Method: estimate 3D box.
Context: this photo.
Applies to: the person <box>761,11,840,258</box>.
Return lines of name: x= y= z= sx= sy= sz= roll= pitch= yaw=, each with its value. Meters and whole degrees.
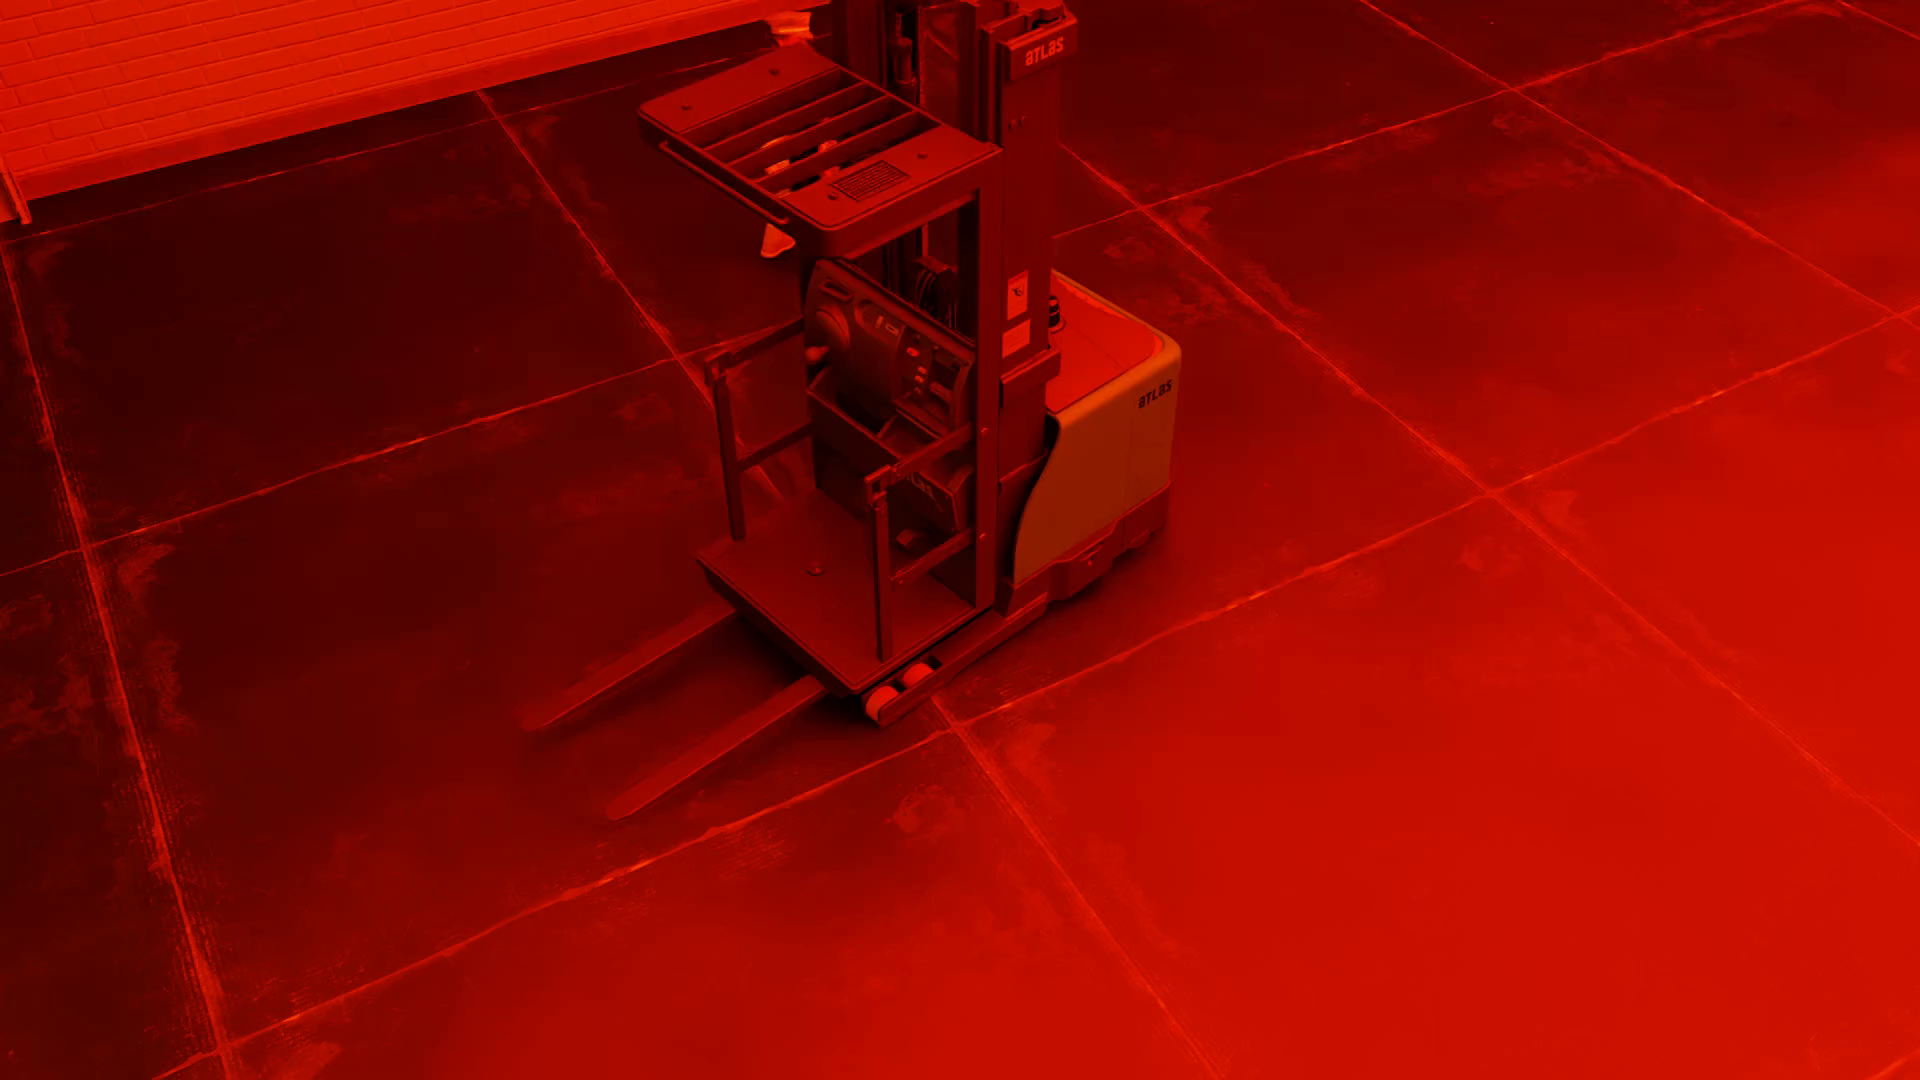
person: x=-0.799 y=-2.194 z=9.143 sx=0.687 sy=1.459 sz=0.704 roll=23 pitch=48 yaw=23

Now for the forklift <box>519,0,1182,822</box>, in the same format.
forklift: x=-0.446 y=-0.697 z=6.449 sx=3.031 sy=2.935 sz=1.130 roll=-32 pitch=52 yaw=-30
